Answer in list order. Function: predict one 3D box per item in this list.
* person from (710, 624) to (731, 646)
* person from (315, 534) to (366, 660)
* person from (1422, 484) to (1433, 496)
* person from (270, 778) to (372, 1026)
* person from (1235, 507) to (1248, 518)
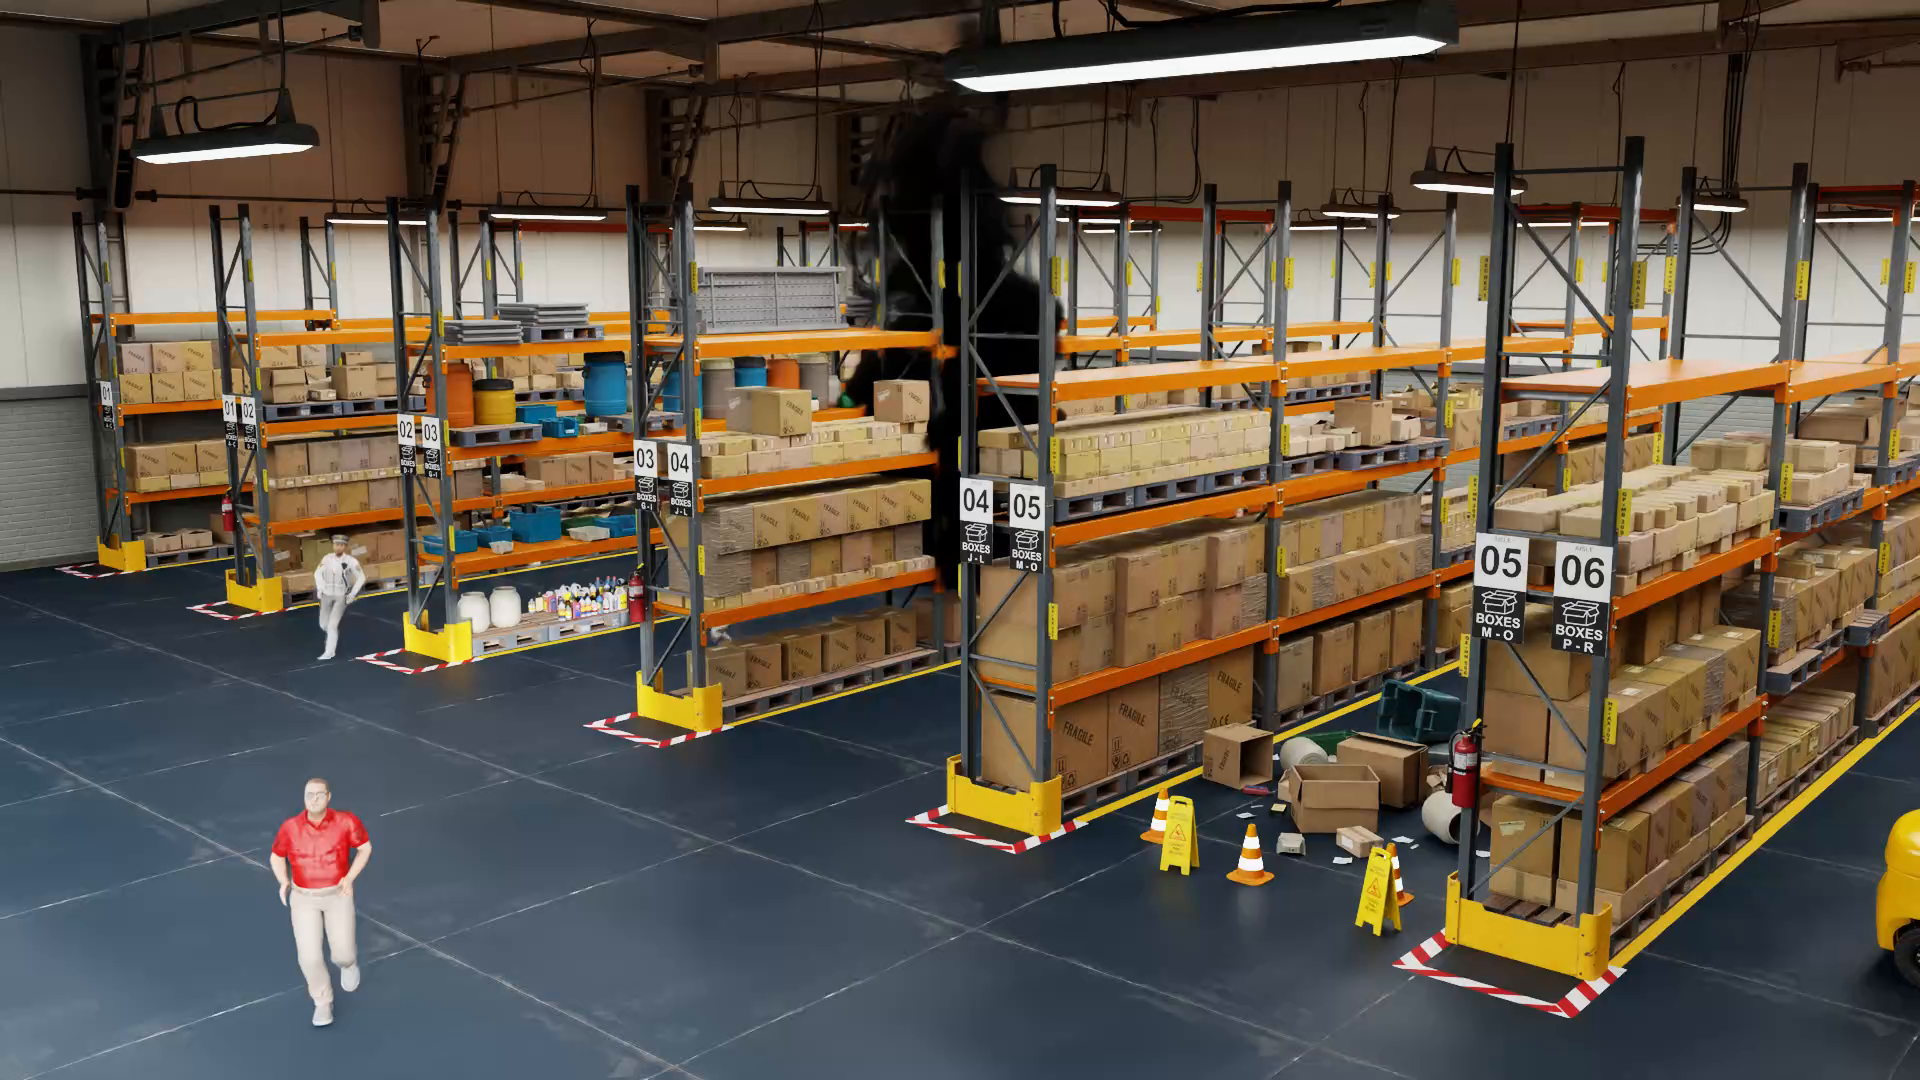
[{"bbox_3d":[-3.034,0.814,20.972,0.639,1.756,0.609,7,12,36],"label":"person"},{"bbox_3d":[-8.173,0.721,21.961,0.669,1.644,0.618,0,9,-3],"label":"person"},{"bbox_3d":[7.257,0.042,25.811,0.626,1.839,0.747,9,13,42],"label":"person"},{"bbox_3d":[-4.401,2.456,11.479,0.661,1.672,0.629,-2,10,-14],"label":"person"},{"bbox_3d":[4.054,0.294,24.391,0.538,1.641,0.653,6,11,30],"label":"person"}]
